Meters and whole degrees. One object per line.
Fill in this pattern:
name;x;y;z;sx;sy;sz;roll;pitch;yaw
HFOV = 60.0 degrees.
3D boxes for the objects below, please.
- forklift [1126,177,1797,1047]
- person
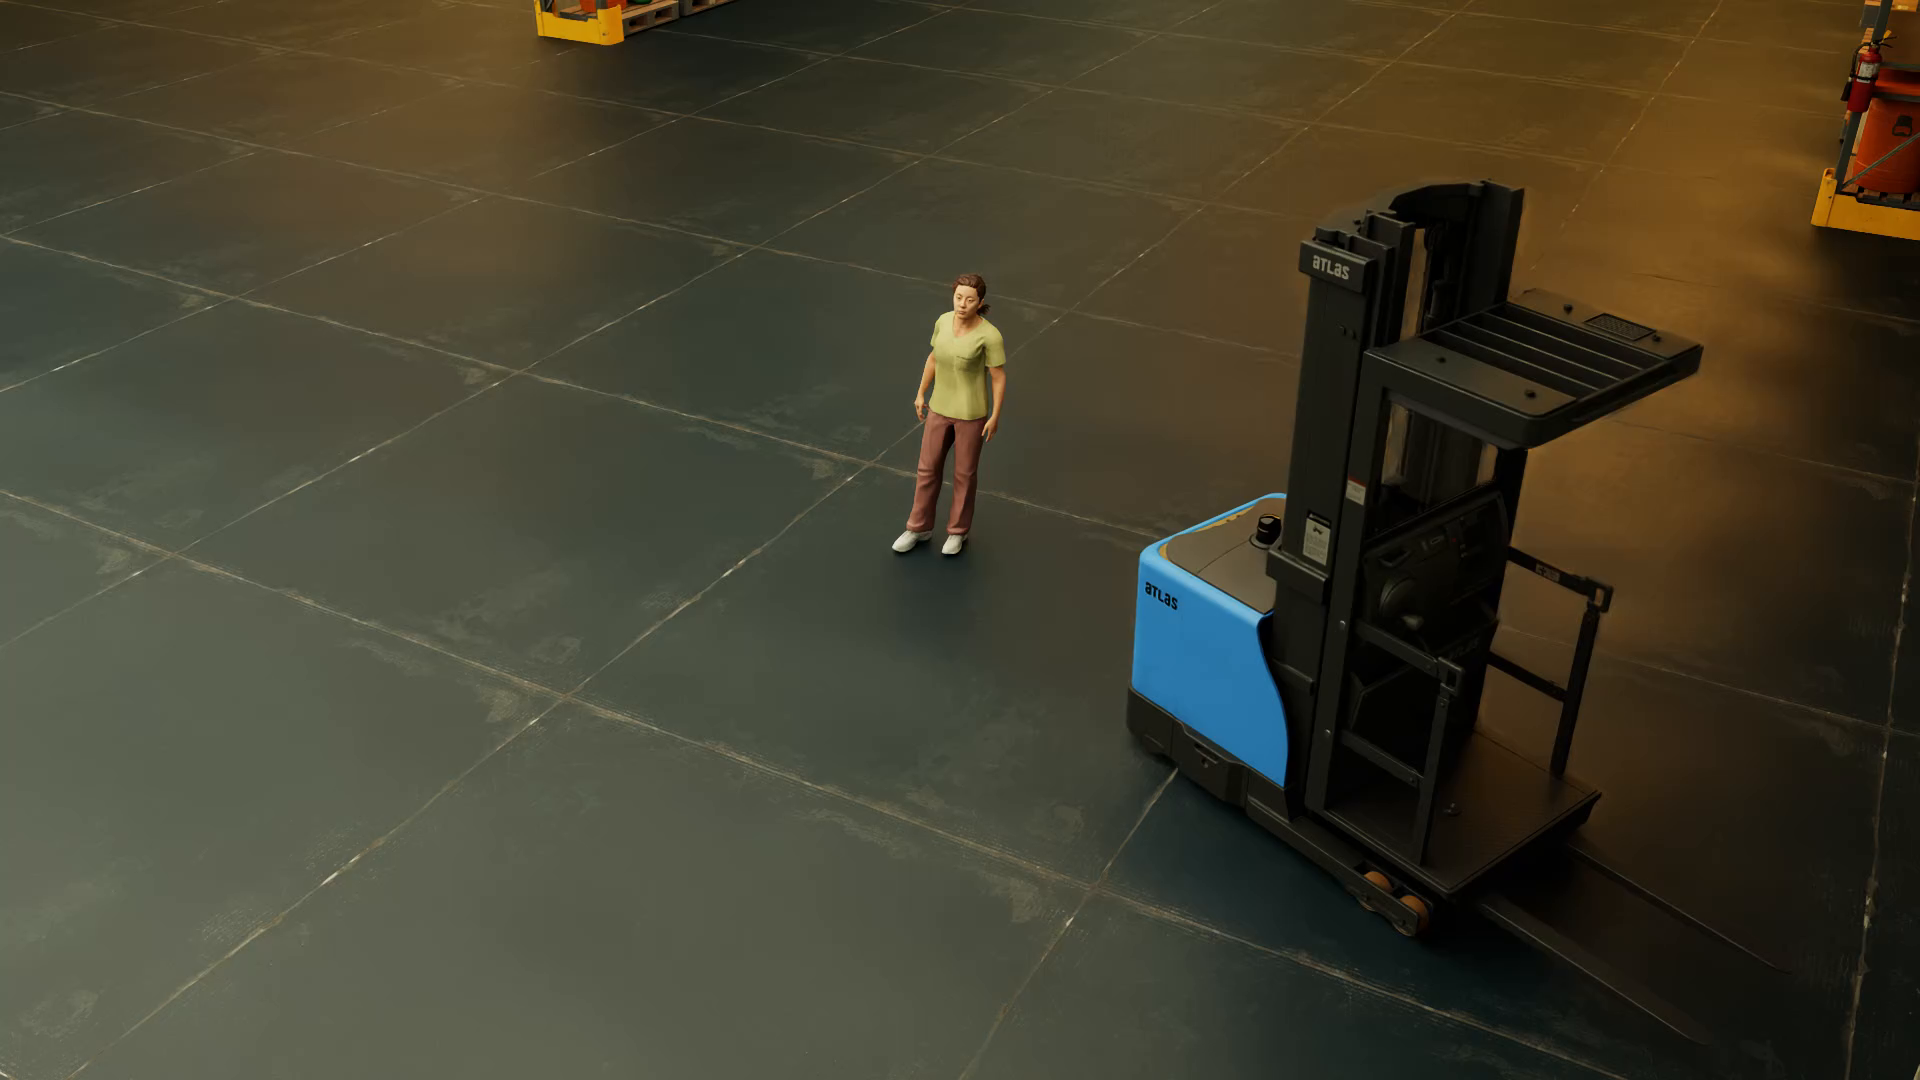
forklift;2.132;0.131;6.843;1.130;2.935;3.031;-22;36;-32
person;-0.046;-0.703;9.529;0.553;1.675;0.549;15;33;25
